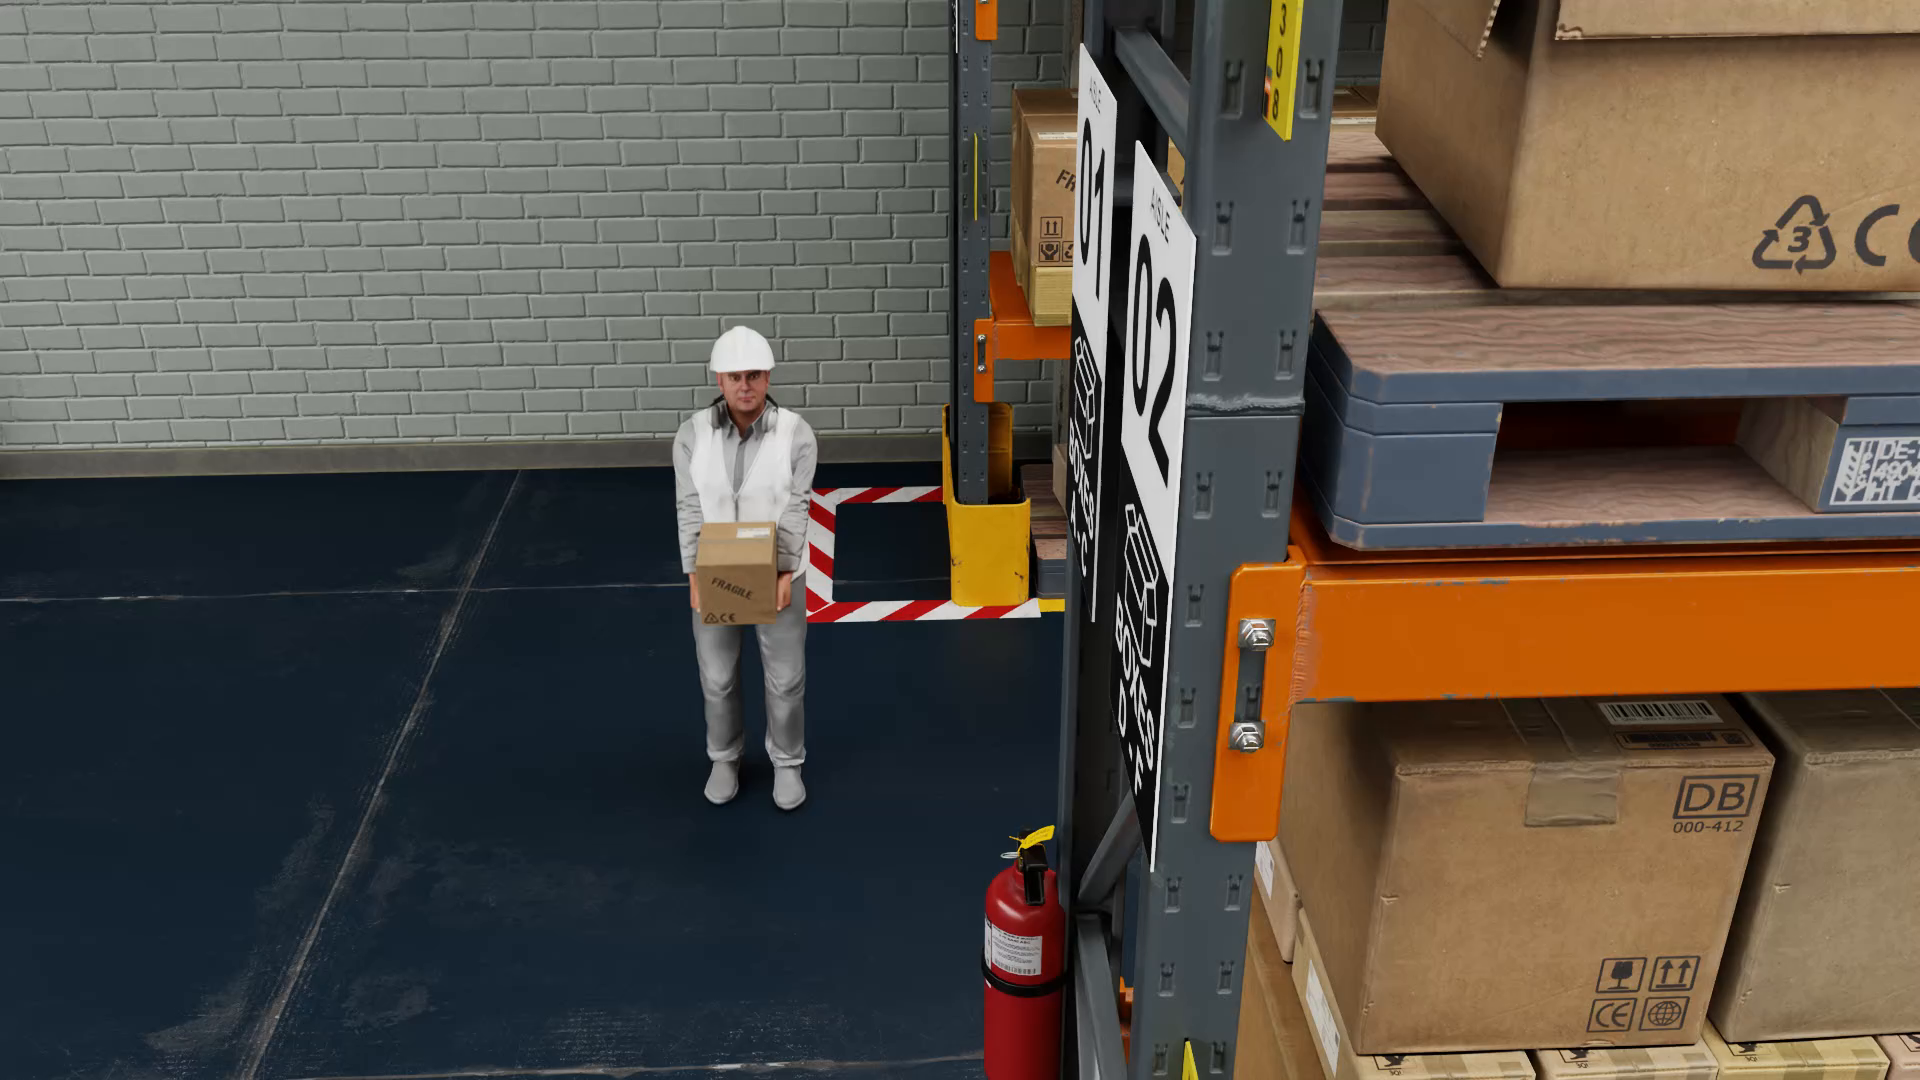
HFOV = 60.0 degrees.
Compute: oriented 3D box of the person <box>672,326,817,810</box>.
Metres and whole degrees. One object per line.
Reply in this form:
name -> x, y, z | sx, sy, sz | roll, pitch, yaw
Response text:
person -> -0.732, 0.148, 5.815 | 0.494, 1.762, 0.555 | -1, 27, -2
